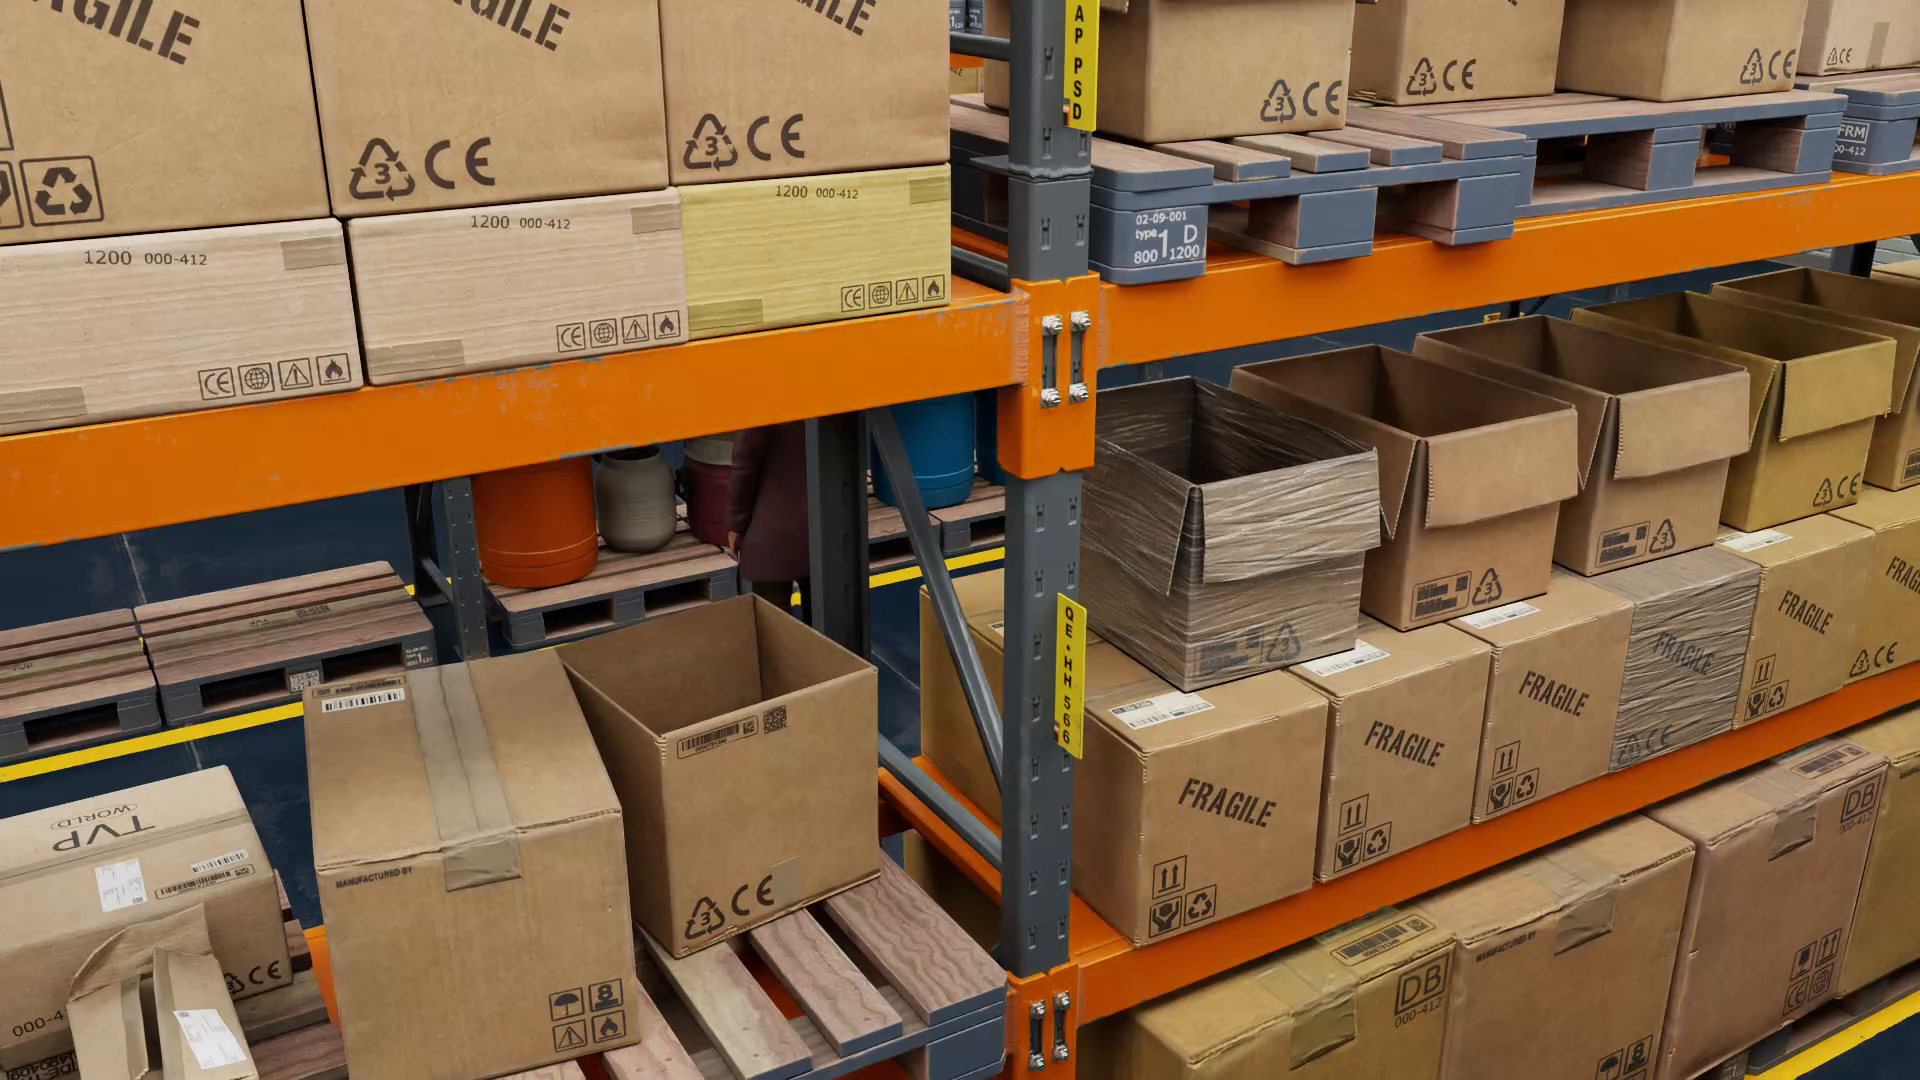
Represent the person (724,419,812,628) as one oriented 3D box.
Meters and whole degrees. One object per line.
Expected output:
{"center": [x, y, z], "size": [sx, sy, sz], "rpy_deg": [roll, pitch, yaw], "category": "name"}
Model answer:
{"center": [-0.752, -0.083, 7.271], "size": [0.591, 1.785, 0.408], "rpy_deg": [-12, 25, -28], "category": "person"}
